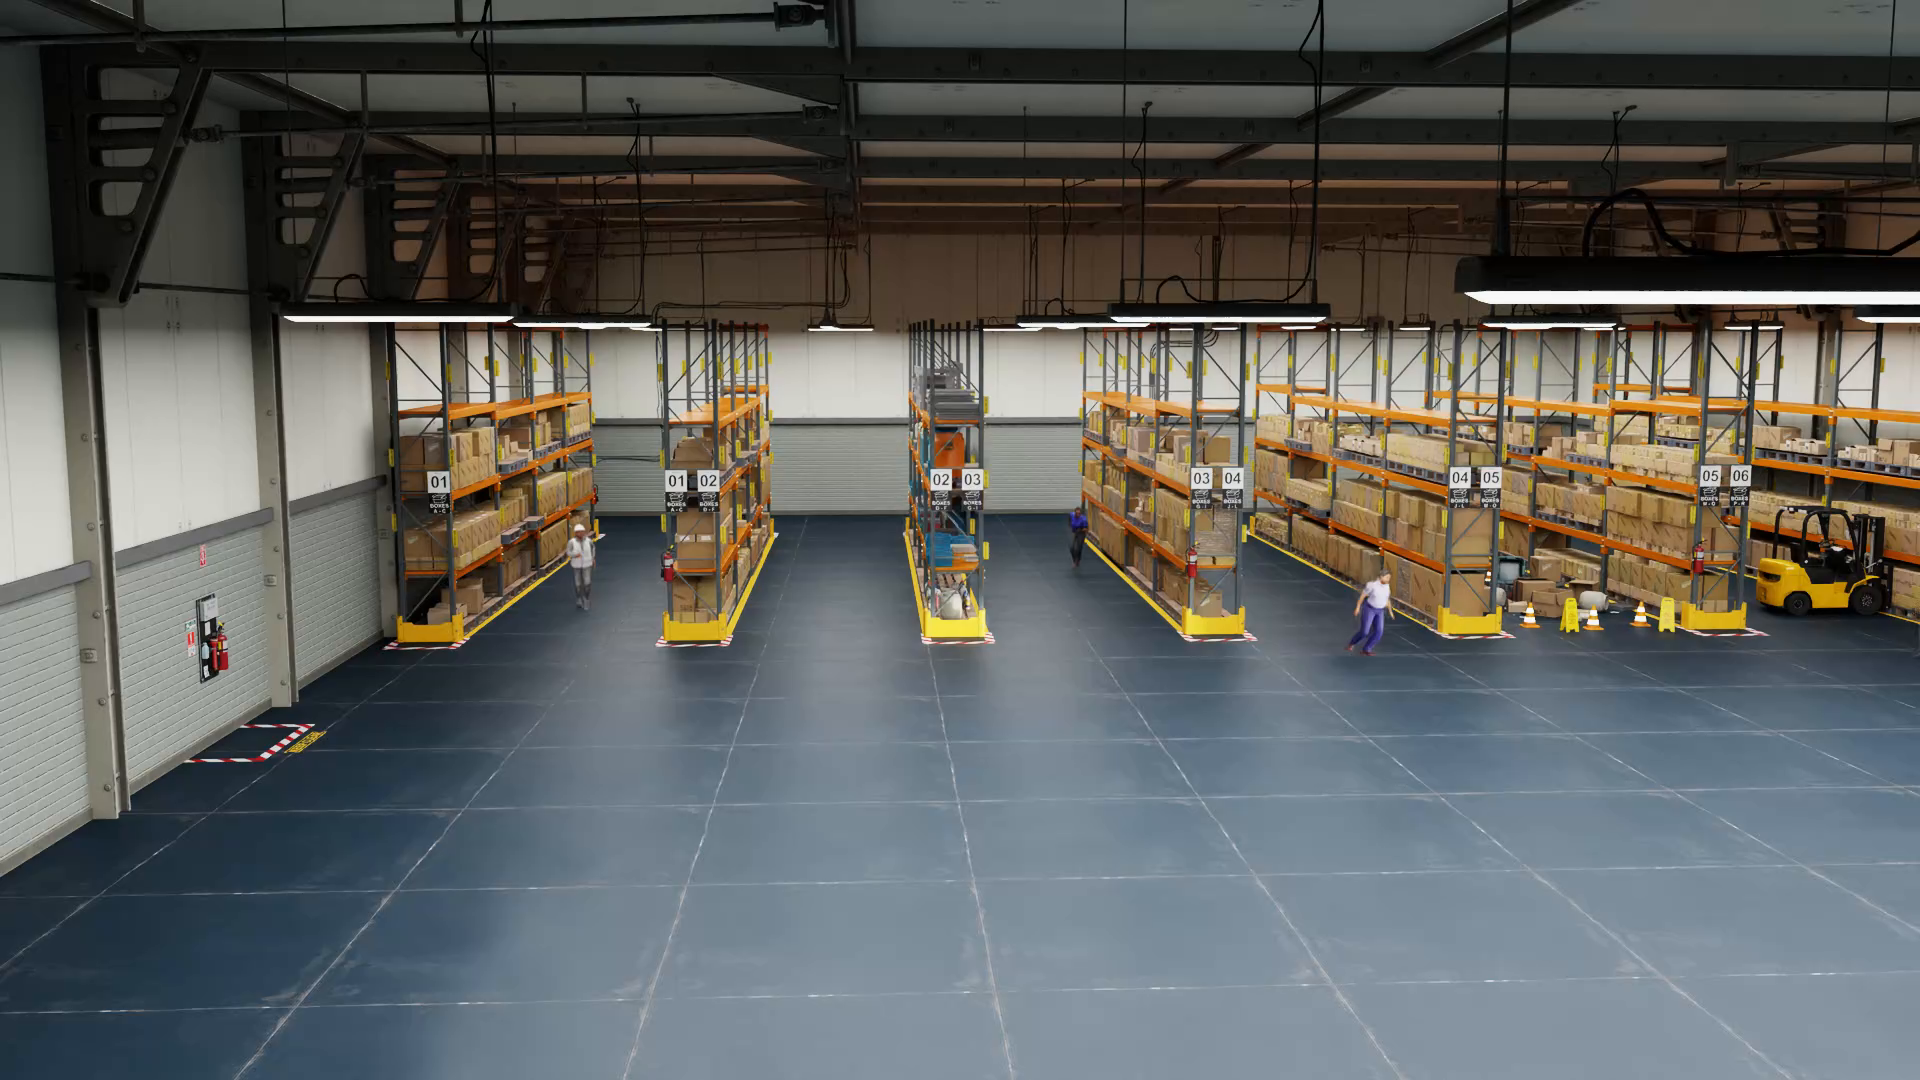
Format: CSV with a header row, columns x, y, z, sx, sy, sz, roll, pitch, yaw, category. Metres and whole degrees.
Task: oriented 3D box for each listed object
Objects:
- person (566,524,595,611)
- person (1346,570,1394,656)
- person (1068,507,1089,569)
x,y,z,sx,sy,sz,roll,pitch,yaw,category
-7.893,0.576,34.642,0.597,1.825,0.834,-2,7,-14,person
7.320,1.289,29.651,0.757,1.567,0.612,-3,8,-24,person
2.792,-0.078,39.243,0.577,1.492,1.080,2,7,13,person
